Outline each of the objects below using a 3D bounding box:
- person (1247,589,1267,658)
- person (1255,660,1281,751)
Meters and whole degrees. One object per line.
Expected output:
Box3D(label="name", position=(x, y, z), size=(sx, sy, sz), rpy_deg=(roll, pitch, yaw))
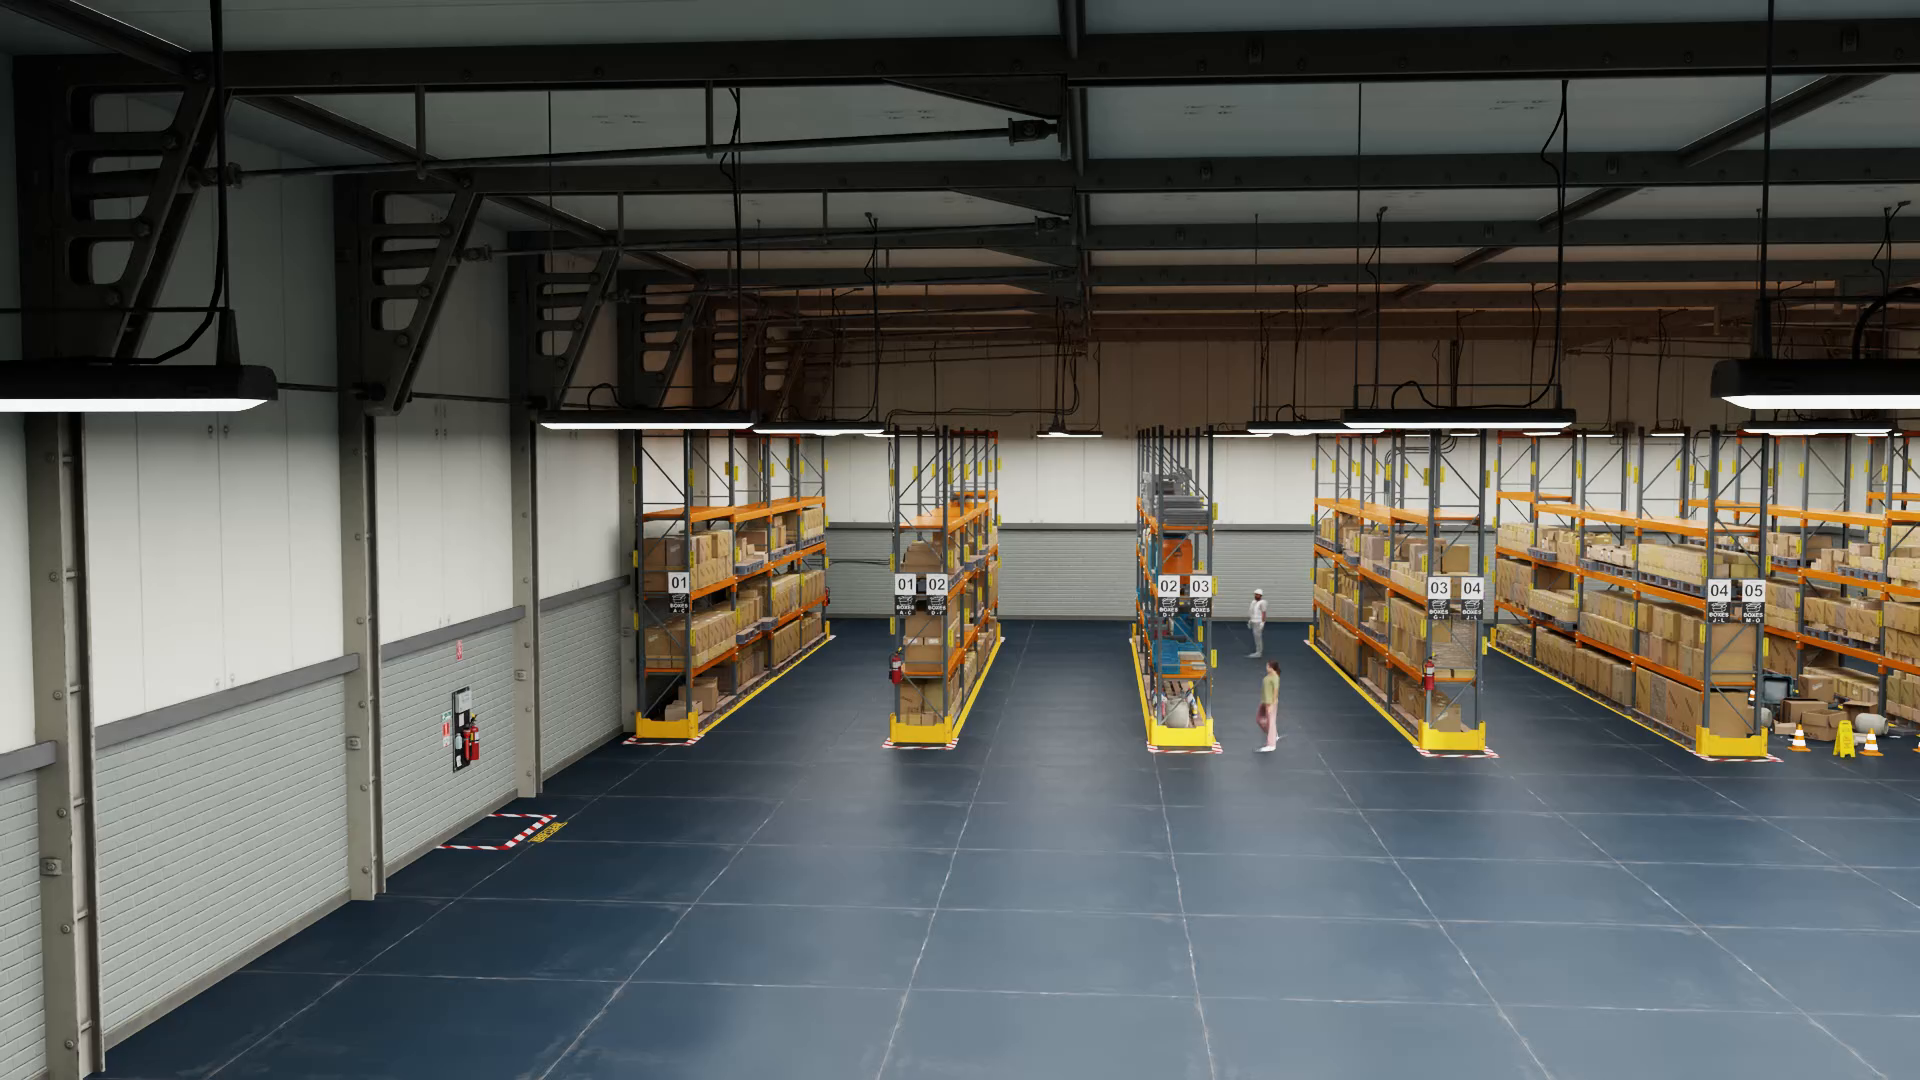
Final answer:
Box3D(label="person", position=(7.843, 2.192, 43.943), size=(0.472, 1.785, 0.596), rpy_deg=(0, 3, -8))
Box3D(label="person", position=(5.697, 3.031, 30.729), size=(0.507, 1.670, 0.560), rpy_deg=(-1, 4, -19))
